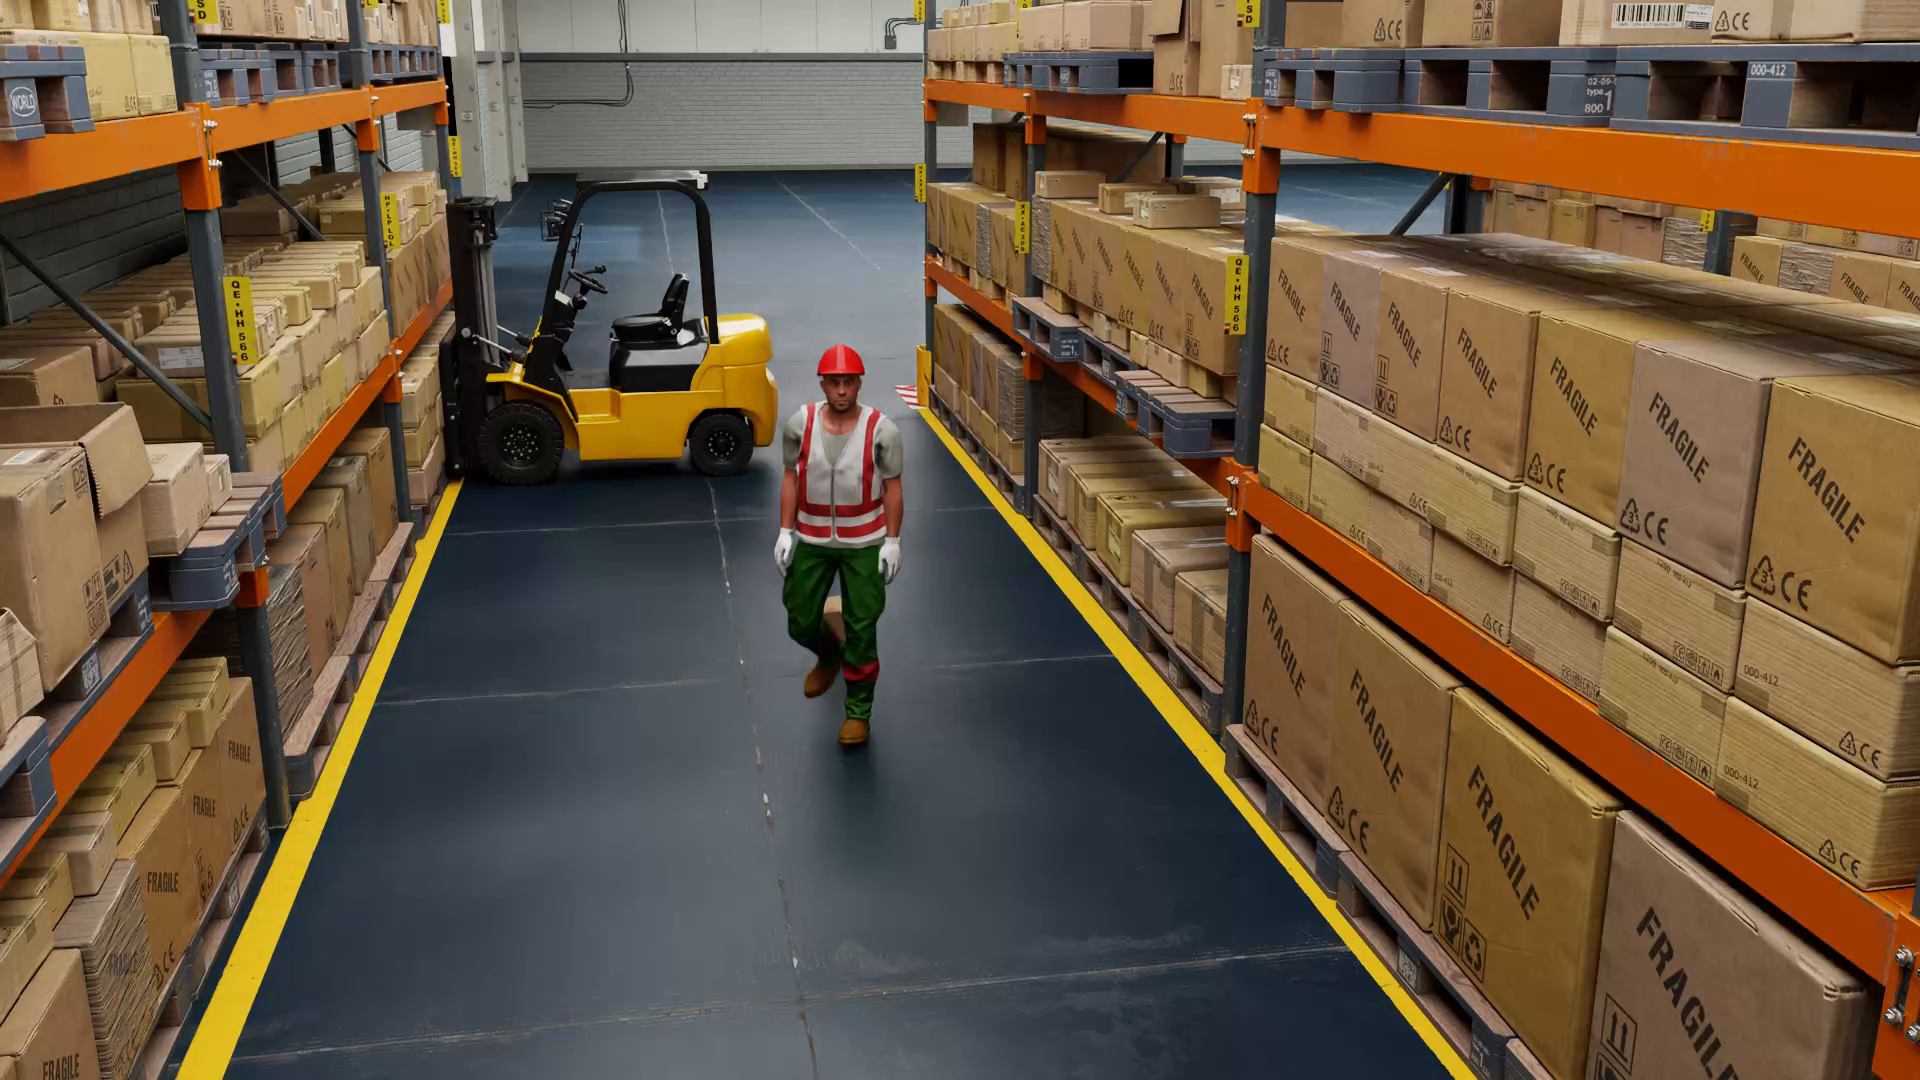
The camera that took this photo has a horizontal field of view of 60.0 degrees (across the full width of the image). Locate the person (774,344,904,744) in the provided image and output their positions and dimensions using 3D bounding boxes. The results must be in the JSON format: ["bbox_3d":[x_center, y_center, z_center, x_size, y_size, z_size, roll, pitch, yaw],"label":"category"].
[{"bbox_3d":[-0.527,-0.008,7.429,0.574,1.788,0.611,2,16,6],"label":"person"}]
